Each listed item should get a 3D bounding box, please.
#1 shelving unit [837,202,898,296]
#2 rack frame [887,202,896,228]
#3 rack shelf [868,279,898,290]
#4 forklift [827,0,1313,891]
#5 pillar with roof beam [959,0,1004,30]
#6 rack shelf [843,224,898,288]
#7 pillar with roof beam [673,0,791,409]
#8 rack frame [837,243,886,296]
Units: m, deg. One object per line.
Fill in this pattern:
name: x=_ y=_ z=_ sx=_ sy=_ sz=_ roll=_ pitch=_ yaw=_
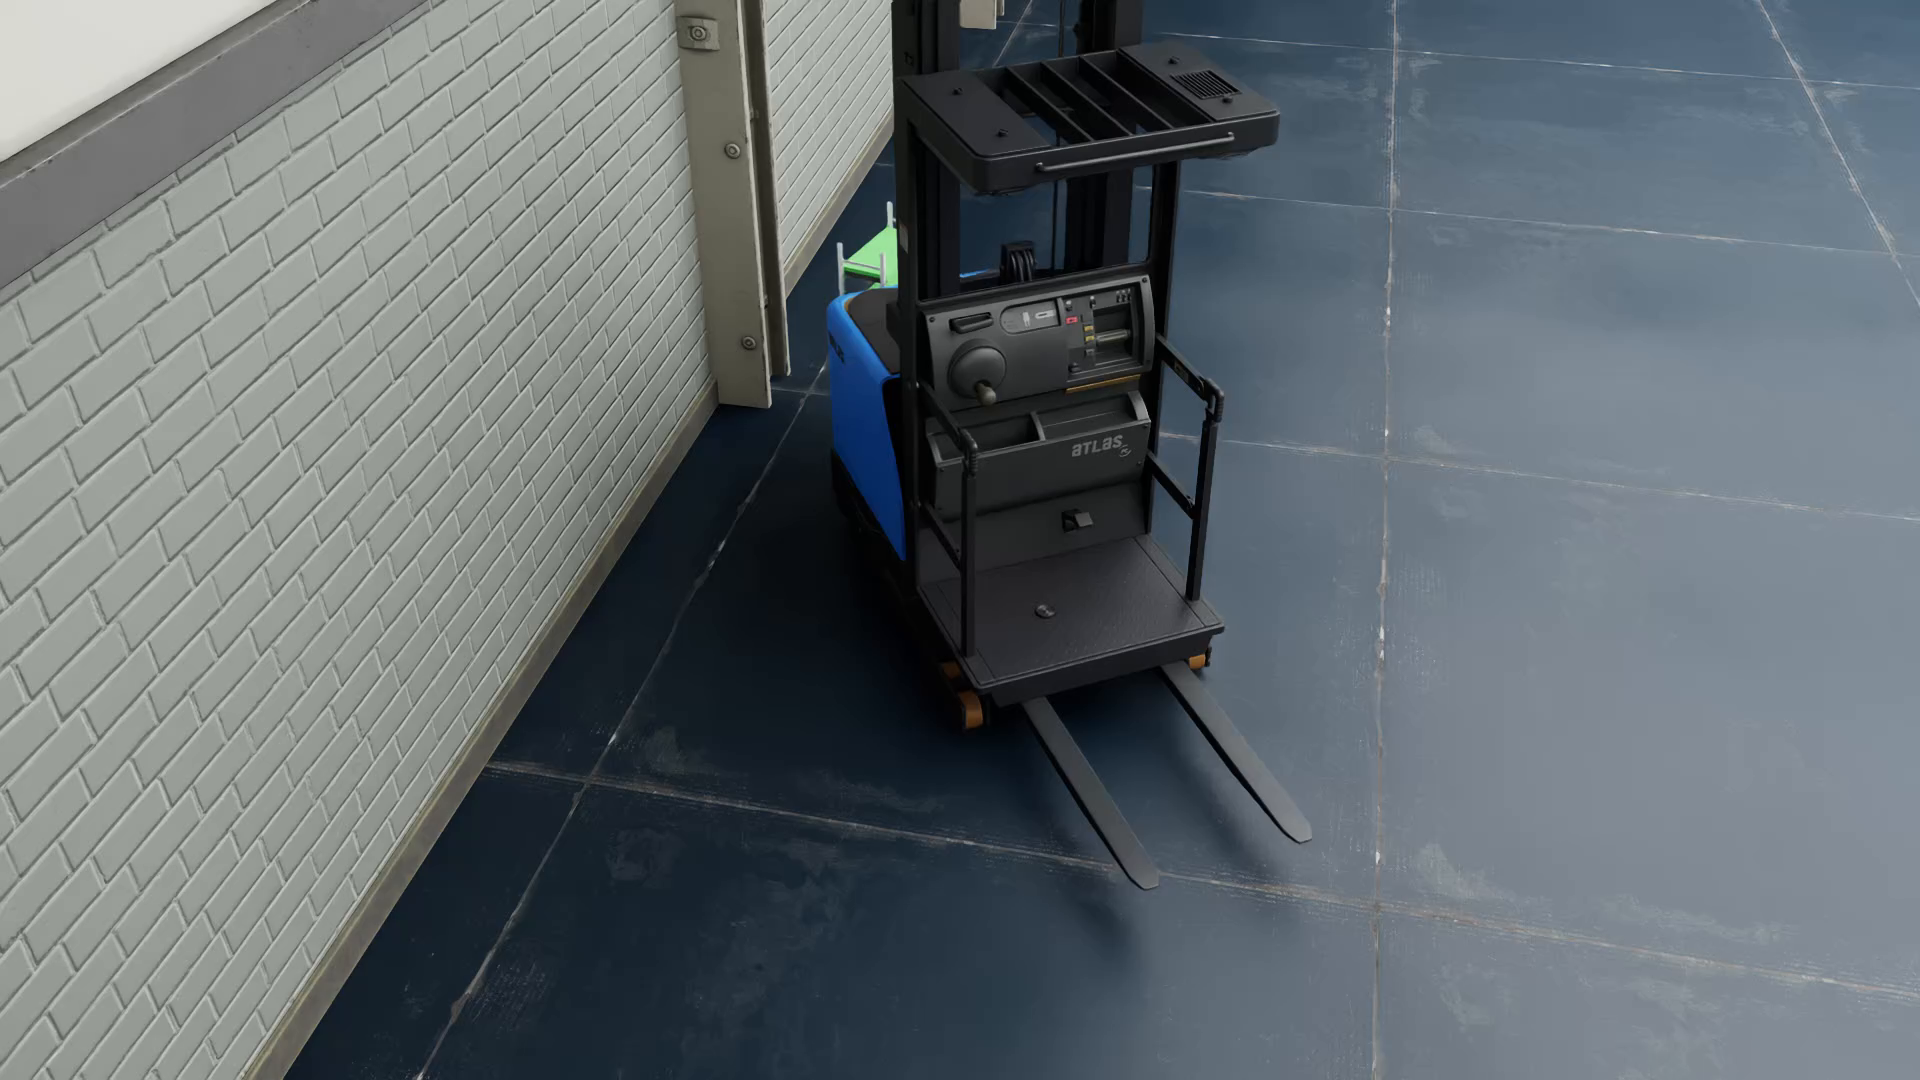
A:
shelving unit: x=-0.342 y=-0.964 z=8.057 sx=0.258 sy=1.200 sz=0.503 roll=16 pitch=39 yaw=21
rack frame: x=-0.236 y=-1.093 z=8.235 sx=0.240 sy=1.200 sz=0.015 roll=16 pitch=39 yaw=21
rack shelf: x=-0.342 y=-1.106 z=7.954 sx=0.258 sy=0.148 sz=0.480 roll=16 pitch=39 yaw=21
forklift: x=0.395 y=-0.702 z=6.221 sx=1.130 sy=2.935 sz=3.031 roll=-13 pitch=38 yaw=-17
pillar with roof beam: x=4.378 y=-7.364 z=10.243 sx=9.100 sy=9.000 sz=0.400 roll=7 pitch=37 yaw=10
rack shelf: x=-0.342 y=-1.301 z=7.813 sx=0.258 sy=0.148 sz=0.480 roll=16 pitch=39 yaw=21
pillar with roof beam: x=3.096 y=-3.925 z=5.497 sx=9.100 sy=9.000 sz=0.400 roll=7 pitch=37 yaw=10
rack frame: x=-0.449 y=-0.835 z=7.879 sx=0.240 sy=1.200 sz=0.015 roll=16 pitch=39 yaw=21
